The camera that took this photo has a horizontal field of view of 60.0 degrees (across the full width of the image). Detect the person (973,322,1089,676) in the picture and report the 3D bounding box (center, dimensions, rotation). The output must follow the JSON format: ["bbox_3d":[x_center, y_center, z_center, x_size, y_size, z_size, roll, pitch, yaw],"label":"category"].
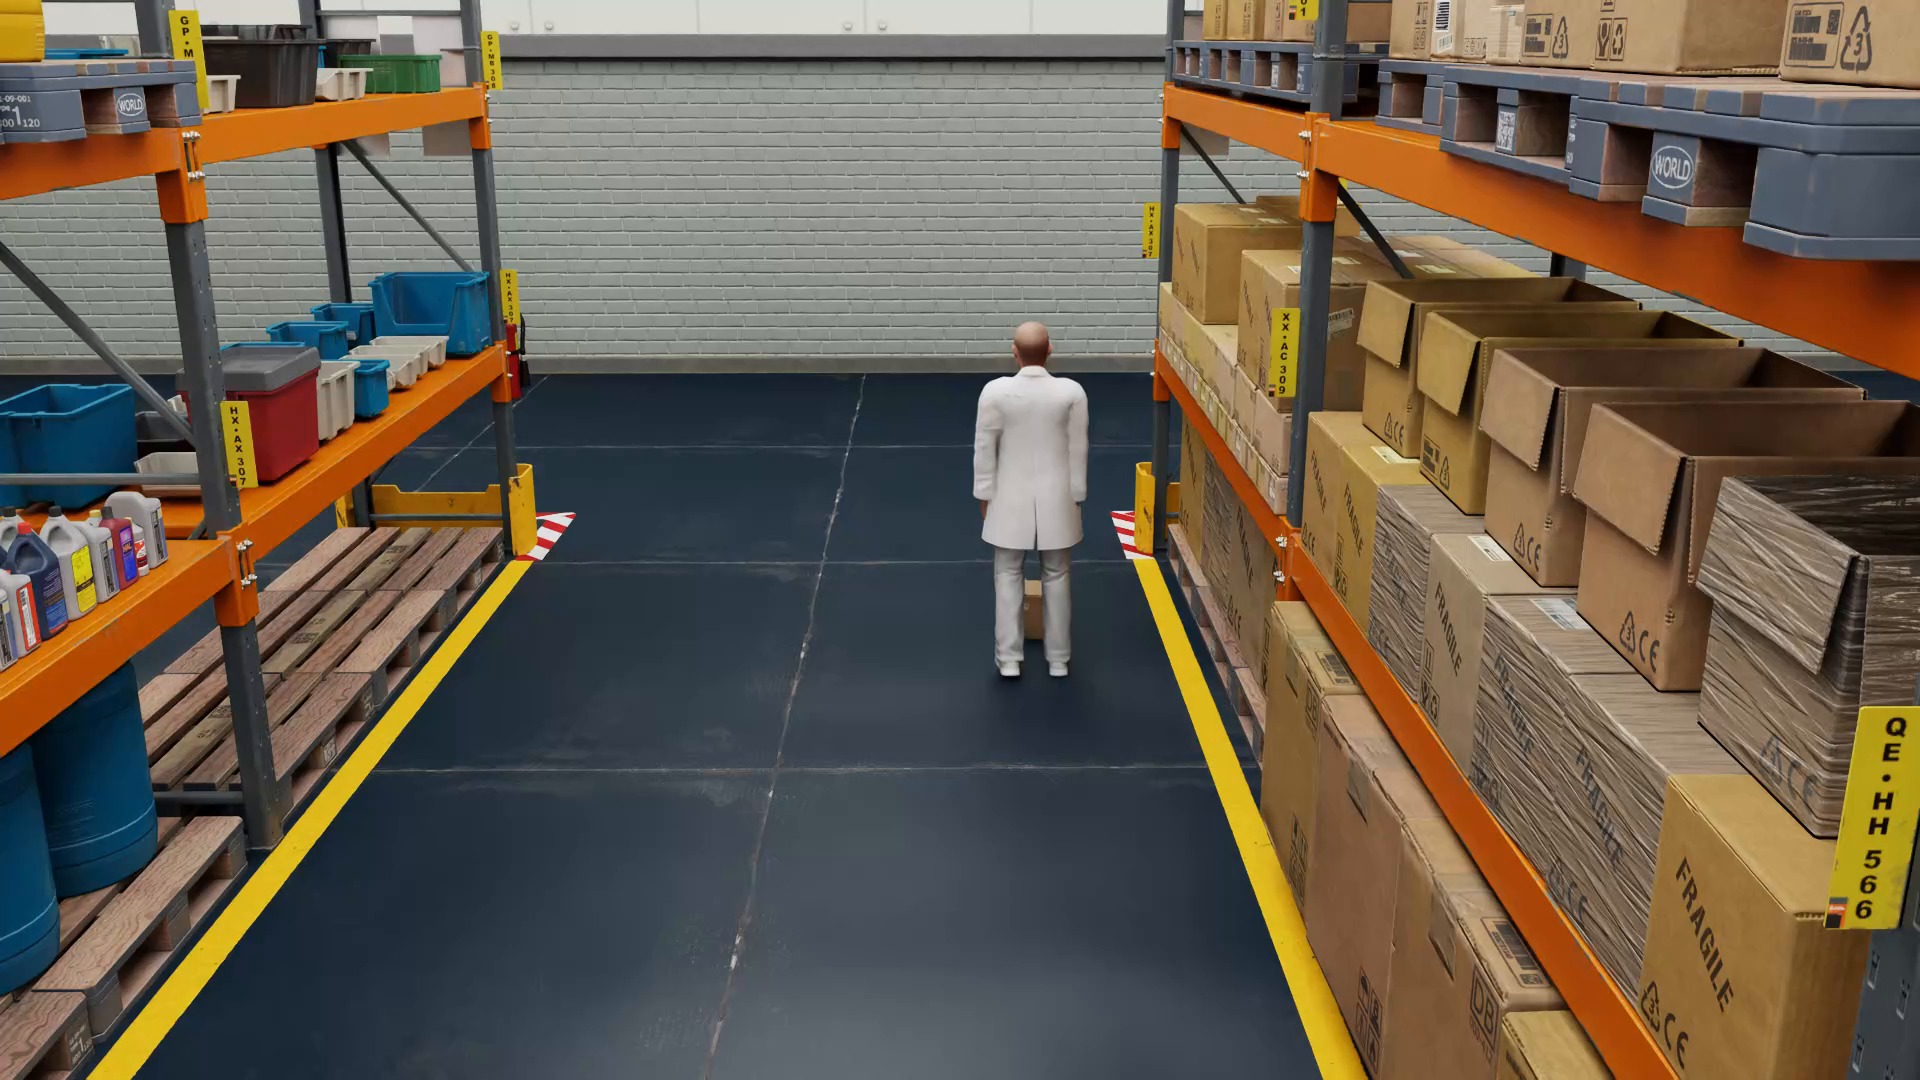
[{"bbox_3d":[0.346,-0.199,8.251,0.562,1.782,0.377,0,17,0],"label":"person"}]
